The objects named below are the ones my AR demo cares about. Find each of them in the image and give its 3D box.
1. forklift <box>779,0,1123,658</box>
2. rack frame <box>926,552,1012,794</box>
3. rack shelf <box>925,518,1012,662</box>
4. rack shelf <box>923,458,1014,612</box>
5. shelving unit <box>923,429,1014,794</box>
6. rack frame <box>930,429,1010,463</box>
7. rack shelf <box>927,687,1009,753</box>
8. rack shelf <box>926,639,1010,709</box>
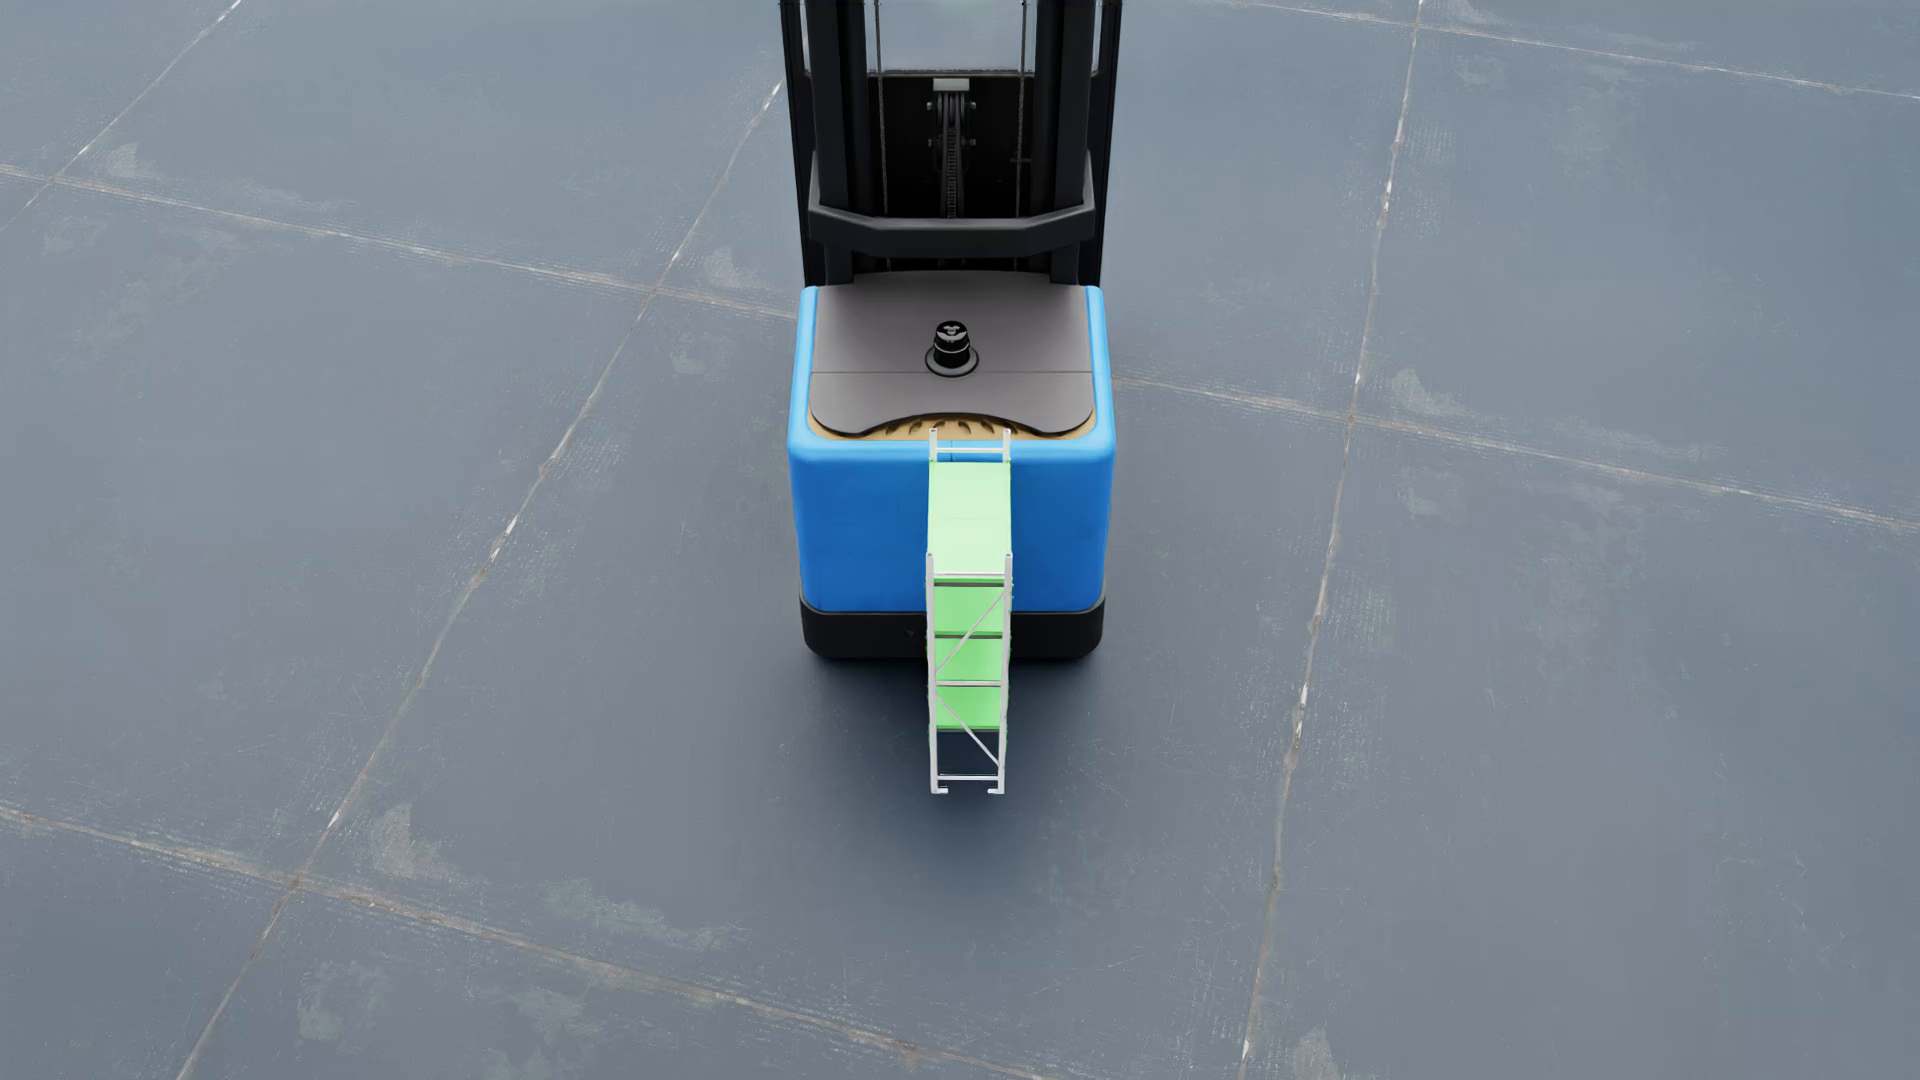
[{"bbox_3d":[-0.029,-1.649,5.750,1.130,2.935,3.031,0,49,0],"label":"forklift"},{"bbox_3d":[0.025,0.438,5.063,0.240,1.200,0.015,0,49,0],"label":"rack frame"},{"bbox_3d":[0.027,0.139,5.092,0.258,0.148,0.480,0,49,0],"label":"rack shelf"},{"bbox_3d":[0.027,-0.020,4.913,0.258,0.148,0.480,0,49,0],"label":"rack shelf"},{"bbox_3d":[0.027,0.255,5.224,0.258,1.200,0.503,0,49,0],"label":"shelving unit"},{"bbox_3d":[0.030,0.072,5.386,0.240,1.200,0.015,0,49,0],"label":"rack frame"},{"bbox_3d":[0.027,0.456,5.452,0.258,0.148,0.480,0,49,0],"label":"rack shelf"},{"bbox_3d":[0.027,0.298,5.272,0.258,0.148,0.480,0,49,0],"label":"rack shelf"}]
